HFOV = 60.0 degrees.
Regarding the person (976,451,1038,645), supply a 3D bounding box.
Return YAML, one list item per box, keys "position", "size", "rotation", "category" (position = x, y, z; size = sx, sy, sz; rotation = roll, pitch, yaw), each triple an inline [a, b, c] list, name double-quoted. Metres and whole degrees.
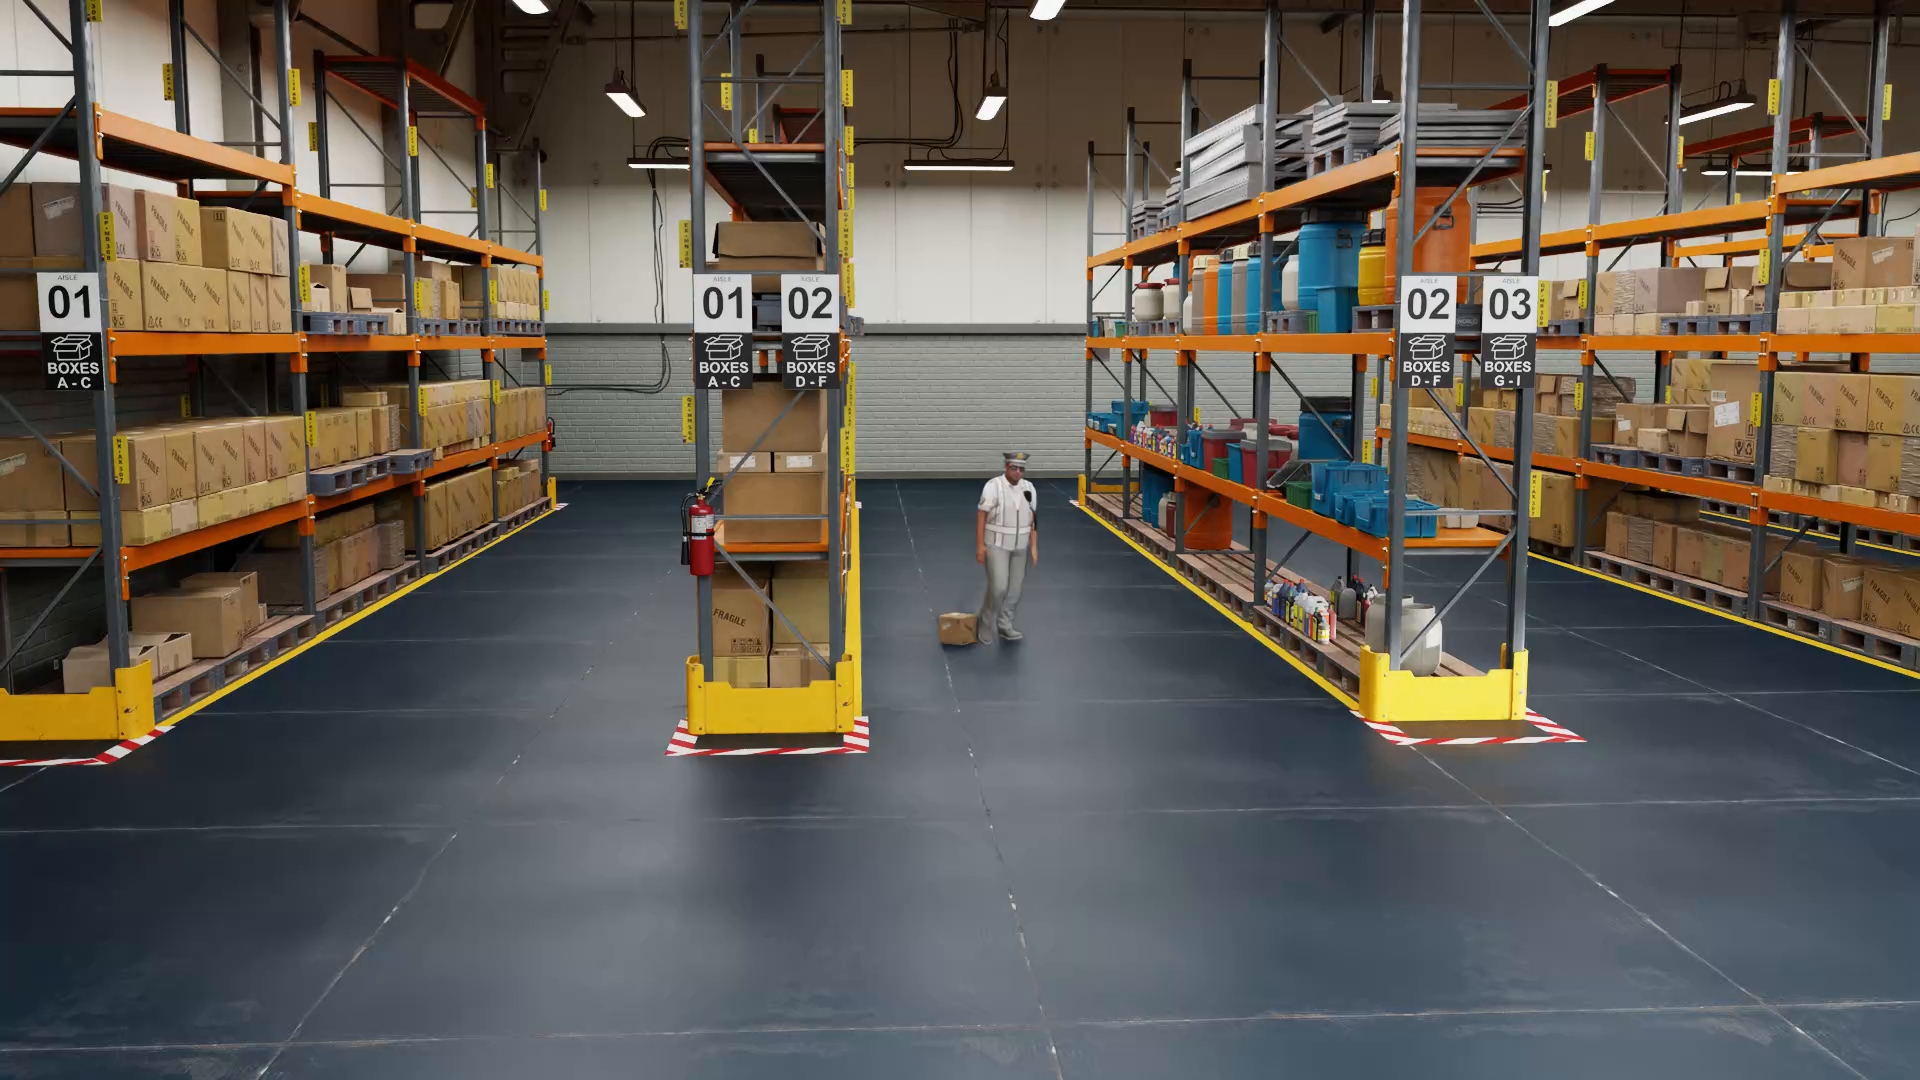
- position: [0.416, 0.069, 15.052]
  size: [0.566, 1.761, 0.475]
  rotation: [-4, 8, -30]
  category: "person"
